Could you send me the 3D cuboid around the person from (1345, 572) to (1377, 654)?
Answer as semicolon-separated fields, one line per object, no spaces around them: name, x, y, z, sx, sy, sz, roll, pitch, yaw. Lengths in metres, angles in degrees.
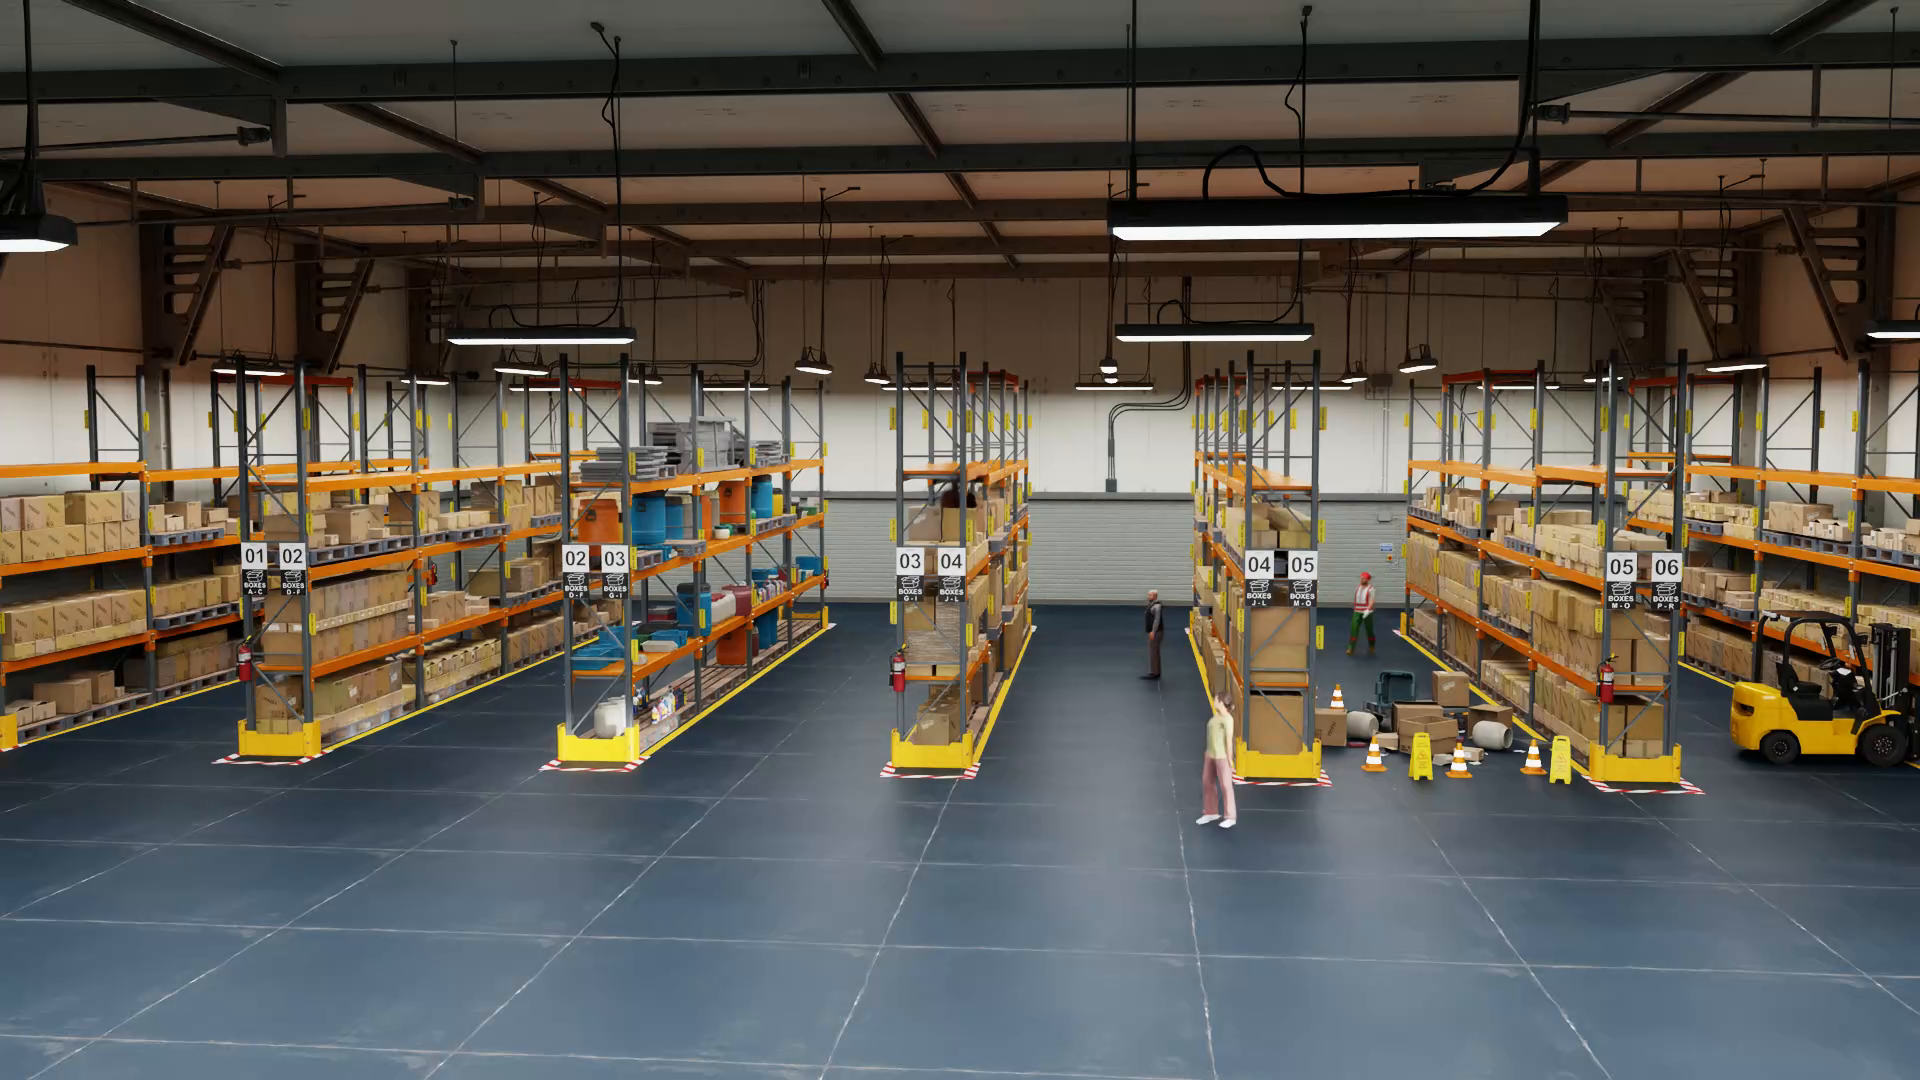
person;8.620;1.564;35.680;0.548;1.740;0.961;4;6;43

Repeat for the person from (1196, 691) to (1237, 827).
person;3.192;2.705;20.597;0.391;1.707;0.595;-2;4;-22

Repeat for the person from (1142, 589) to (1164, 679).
person;3.747;1.824;32.449;0.425;1.727;0.554;0;4;-5

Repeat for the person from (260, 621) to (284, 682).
person;-12.566;2.026;30.557;0.472;1.622;0.978;0;4;-2
